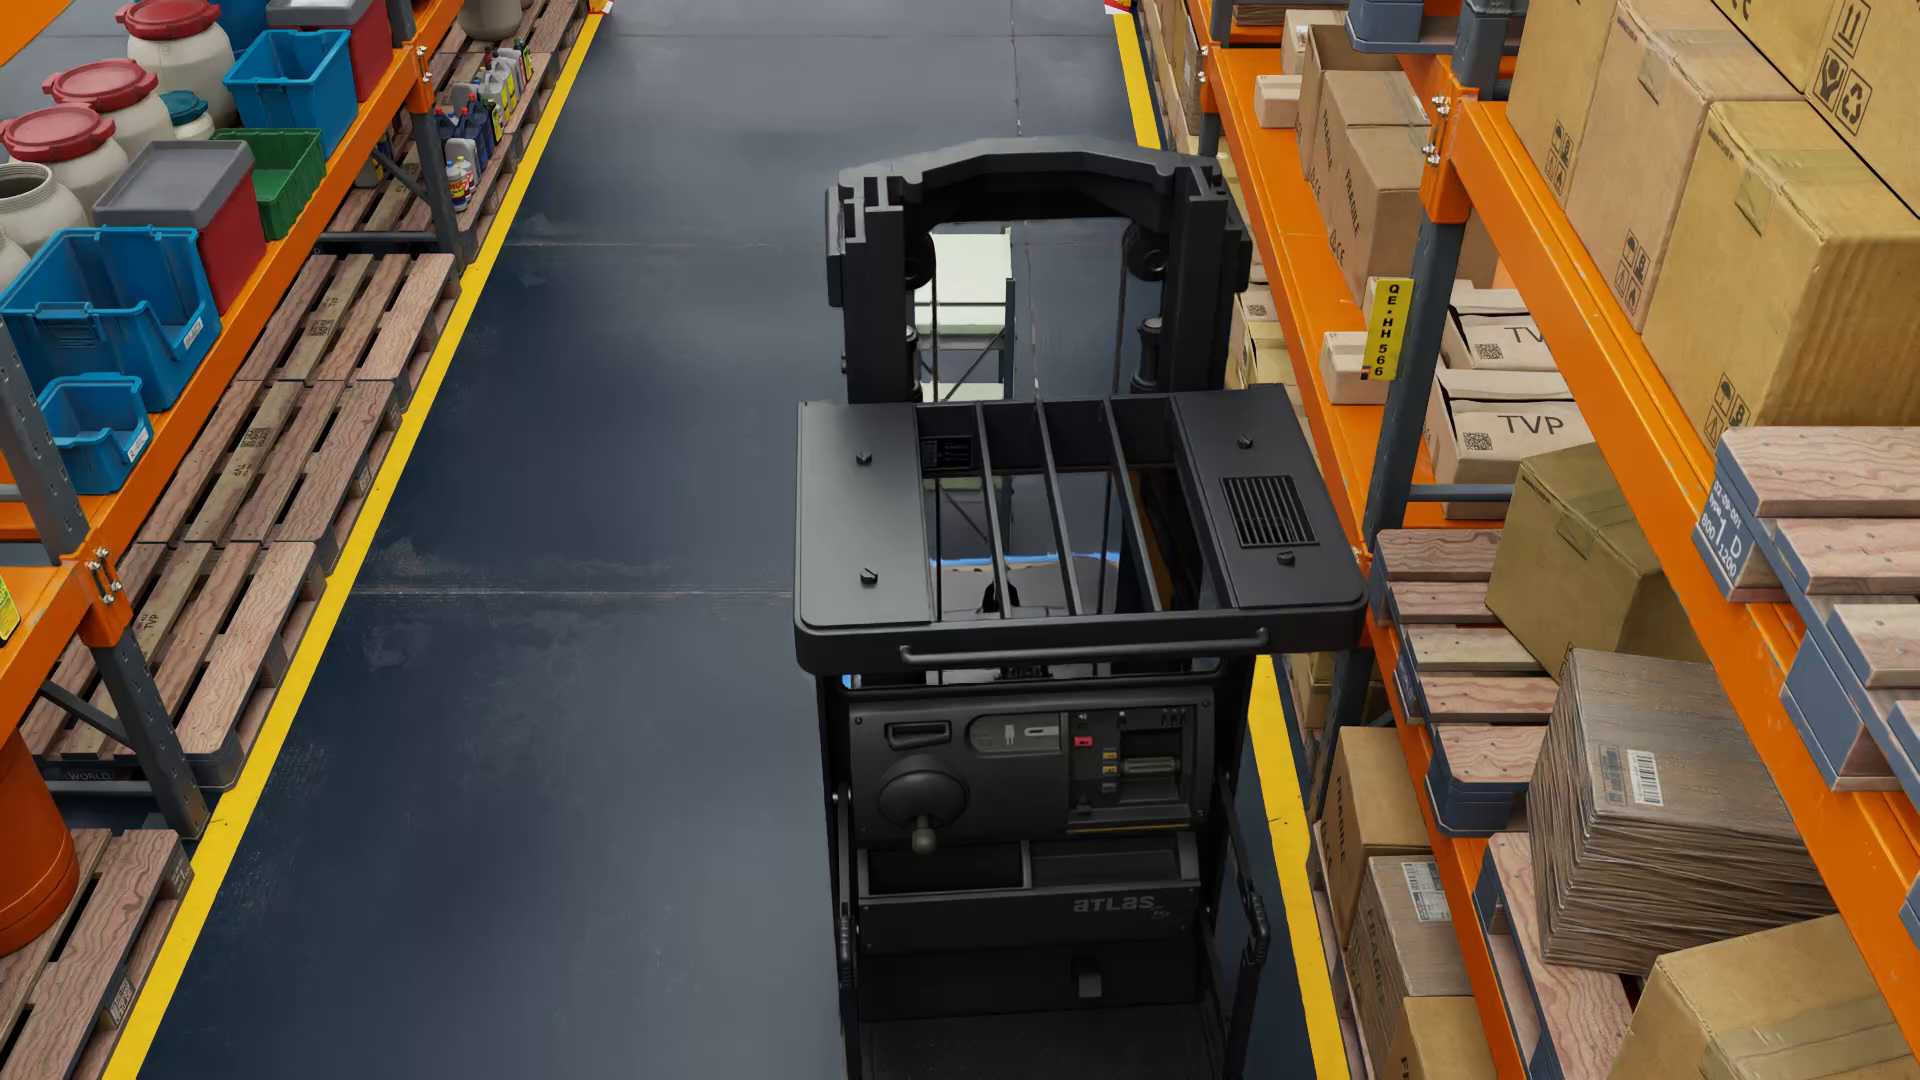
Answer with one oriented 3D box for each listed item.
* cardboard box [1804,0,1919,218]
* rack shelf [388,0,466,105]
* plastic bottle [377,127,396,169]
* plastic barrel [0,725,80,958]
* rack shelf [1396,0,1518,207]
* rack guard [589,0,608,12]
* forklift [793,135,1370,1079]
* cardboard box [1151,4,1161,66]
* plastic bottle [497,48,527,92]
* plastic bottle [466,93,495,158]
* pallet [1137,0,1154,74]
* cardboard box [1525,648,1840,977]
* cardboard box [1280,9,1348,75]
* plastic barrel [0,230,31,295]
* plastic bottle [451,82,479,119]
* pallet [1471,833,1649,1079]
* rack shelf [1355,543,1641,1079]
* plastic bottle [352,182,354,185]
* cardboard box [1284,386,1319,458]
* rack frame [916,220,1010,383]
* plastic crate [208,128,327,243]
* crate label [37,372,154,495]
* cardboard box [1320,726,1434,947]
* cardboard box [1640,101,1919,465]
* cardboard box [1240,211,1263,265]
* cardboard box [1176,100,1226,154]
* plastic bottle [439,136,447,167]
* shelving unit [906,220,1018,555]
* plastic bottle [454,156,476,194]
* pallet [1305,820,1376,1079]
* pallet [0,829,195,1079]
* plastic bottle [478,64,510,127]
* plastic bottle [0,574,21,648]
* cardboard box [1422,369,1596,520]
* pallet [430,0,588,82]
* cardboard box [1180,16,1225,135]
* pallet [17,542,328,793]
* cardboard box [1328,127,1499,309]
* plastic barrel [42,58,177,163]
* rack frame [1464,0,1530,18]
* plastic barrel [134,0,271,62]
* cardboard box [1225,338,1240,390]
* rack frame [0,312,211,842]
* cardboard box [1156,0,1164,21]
[{"bbox_3d":[1.744,-0.825,2.603,0.500,0.500,0.500,0,39,0],"label":"cardboard box"},{"bbox_3d":[-3.211,-3.606,9.927,1.077,0.370,4.000,0,39,0],"label":"rack shelf"},{"bbox_3d":[-3.350,-2.284,9.527,0.152,0.276,0.135,0,39,0],"label":"plastic bottle"},{"bbox_3d":[-3.187,0.854,5.185,0.600,0.830,0.708,0,39,0],"label":"plastic barrel"},{"bbox_3d":[1.747,-2.277,5.869,1.077,0.370,4.000,0,39,0],"label":"rack shelf"},{"bbox_3d":[-3.167,-4.115,11.985,1.175,0.500,0.348,0,39,0],"label":"rack guard"},{"bbox_3d":[0.204,0.664,4.078,1.130,2.935,3.031,-3,39,-3],"label":"forklift"},{"bbox_3d":[1.522,-3.269,10.794,0.500,0.250,0.500,0,39,0],"label":"cardboard box"},{"bbox_3d":[-2.800,-2.941,10.347,0.152,0.276,0.135,0,39,0],"label":"plastic bottle"},{"bbox_3d":[-2.795,-2.398,9.610,0.144,0.351,0.185,-2,39,-2],"label":"plastic bottle"},{"bbox_3d":[1.782,-3.573,11.539,1.003,0.211,1.213,0,39,0],"label":"pallet"},{"bbox_3d":[1.672,0.627,3.654,0.700,0.500,0.500,7,39,8],"label":"cardboard box"},{"bbox_3d":[1.789,-2.271,7.806,0.500,0.250,0.500,2,39,3],"label":"cardboard box"},{"bbox_3d":[-3.419,-0.822,5.787,0.421,0.512,0.421,0,39,0],"label":"plastic barrel"},{"bbox_3d":[-2.944,-2.618,9.945,0.152,0.276,0.135,0,39,0],"label":"plastic bottle"},{"bbox_3d":[1.756,1.155,3.564,1.003,0.211,1.213,0,39,0],"label":"pallet"},{"bbox_3d":[1.751,1.395,3.686,1.077,0.370,4.000,0,39,0],"label":"rack shelf"},{"bbox_3d":[-3.498,-2.177,9.334,0.144,0.351,0.185,-1,39,-1],"label":"plastic bottle"},{"bbox_3d":[1.497,-0.414,6.783,0.500,0.311,0.500,0,39,0],"label":"cardboard box"},{"bbox_3d":[0.000,-0.818,7.072,0.400,1.500,0.023,0,39,0],"label":"rack frame"},{"bbox_3d":[-2.925,-1.465,6.849,0.450,0.188,0.662,0,39,0],"label":"plastic crate"},{"bbox_3d":[-2.830,-0.333,5.401,0.303,0.233,0.416,0,39,0],"label":"crate label"},{"bbox_3d":[1.464,0.952,5.310,0.500,0.500,0.500,2,39,2],"label":"cardboard box"},{"bbox_3d":[1.784,-0.429,2.908,0.910,0.500,0.500,0,39,0],"label":"cardboard box"},{"bbox_3d":[1.491,-1.376,7.983,0.500,0.311,0.500,0,39,-1],"label":"cardboard box"},{"bbox_3d":[1.534,-2.331,9.623,0.500,0.250,0.500,0,39,0],"label":"cardboard box"},{"bbox_3d":[-2.905,-2.149,9.354,0.061,0.283,0.133,0,39,0],"label":"plastic bottle"},{"bbox_3d":[0.000,-0.589,6.786,0.431,1.500,0.755,0,39,0],"label":"shelving unit"},{"bbox_3d":[-2.771,-2.043,9.286,0.097,0.201,0.097,0,39,0],"label":"plastic bottle"},{"bbox_3d":[1.712,1.419,5.311,1.003,0.211,1.213,0,39,0],"label":"pallet"},{"bbox_3d":[-3.162,1.446,5.277,1.003,0.211,1.213,0,39,0],"label":"pallet"},{"bbox_3d":[-2.796,-2.663,9.941,0.144,0.351,0.185,0,39,0],"label":"plastic bottle"},{"bbox_3d":[-2.777,0.163,4.741,0.061,0.283,0.133,0,39,0],"label":"plastic bottle"},{"bbox_3d":[1.792,-0.329,5.333,0.500,0.311,0.500,2,39,3],"label":"cardboard box"},{"bbox_3d":[-3.171,-3.494,11.441,1.003,0.211,1.213,0,39,0],"label":"pallet"},{"bbox_3d":[1.536,-2.624,9.389,0.500,0.500,0.500,0,39,0],"label":"cardboard box"},{"bbox_3d":[-3.167,0.469,6.496,1.003,0.211,1.213,0,39,0],"label":"pallet"},{"bbox_3d":[1.731,-1.225,6.299,0.500,0.500,0.500,-2,39,-2],"label":"cardboard box"},{"bbox_3d":[-3.426,-1.632,6.779,0.433,0.535,0.433,0,39,0],"label":"plastic barrel"},{"bbox_3d":[1.749,-2.477,3.145,1.000,3.000,0.127,0,39,0],"label":"rack frame"},{"bbox_3d":[-3.512,-2.590,7.683,0.600,0.901,0.708,0,39,0],"label":"plastic barrel"},{"bbox_3d":[1.500,-0.833,7.753,0.500,0.250,0.500,-1,39,-1],"label":"cardboard box"},{"bbox_3d":[-3.204,-0.135,5.020,1.000,3.000,0.127,0,39,0],"label":"rack frame"},{"bbox_3d":[1.534,-3.562,10.559,0.500,0.500,0.500,0,39,0],"label":"cardboard box"}]
